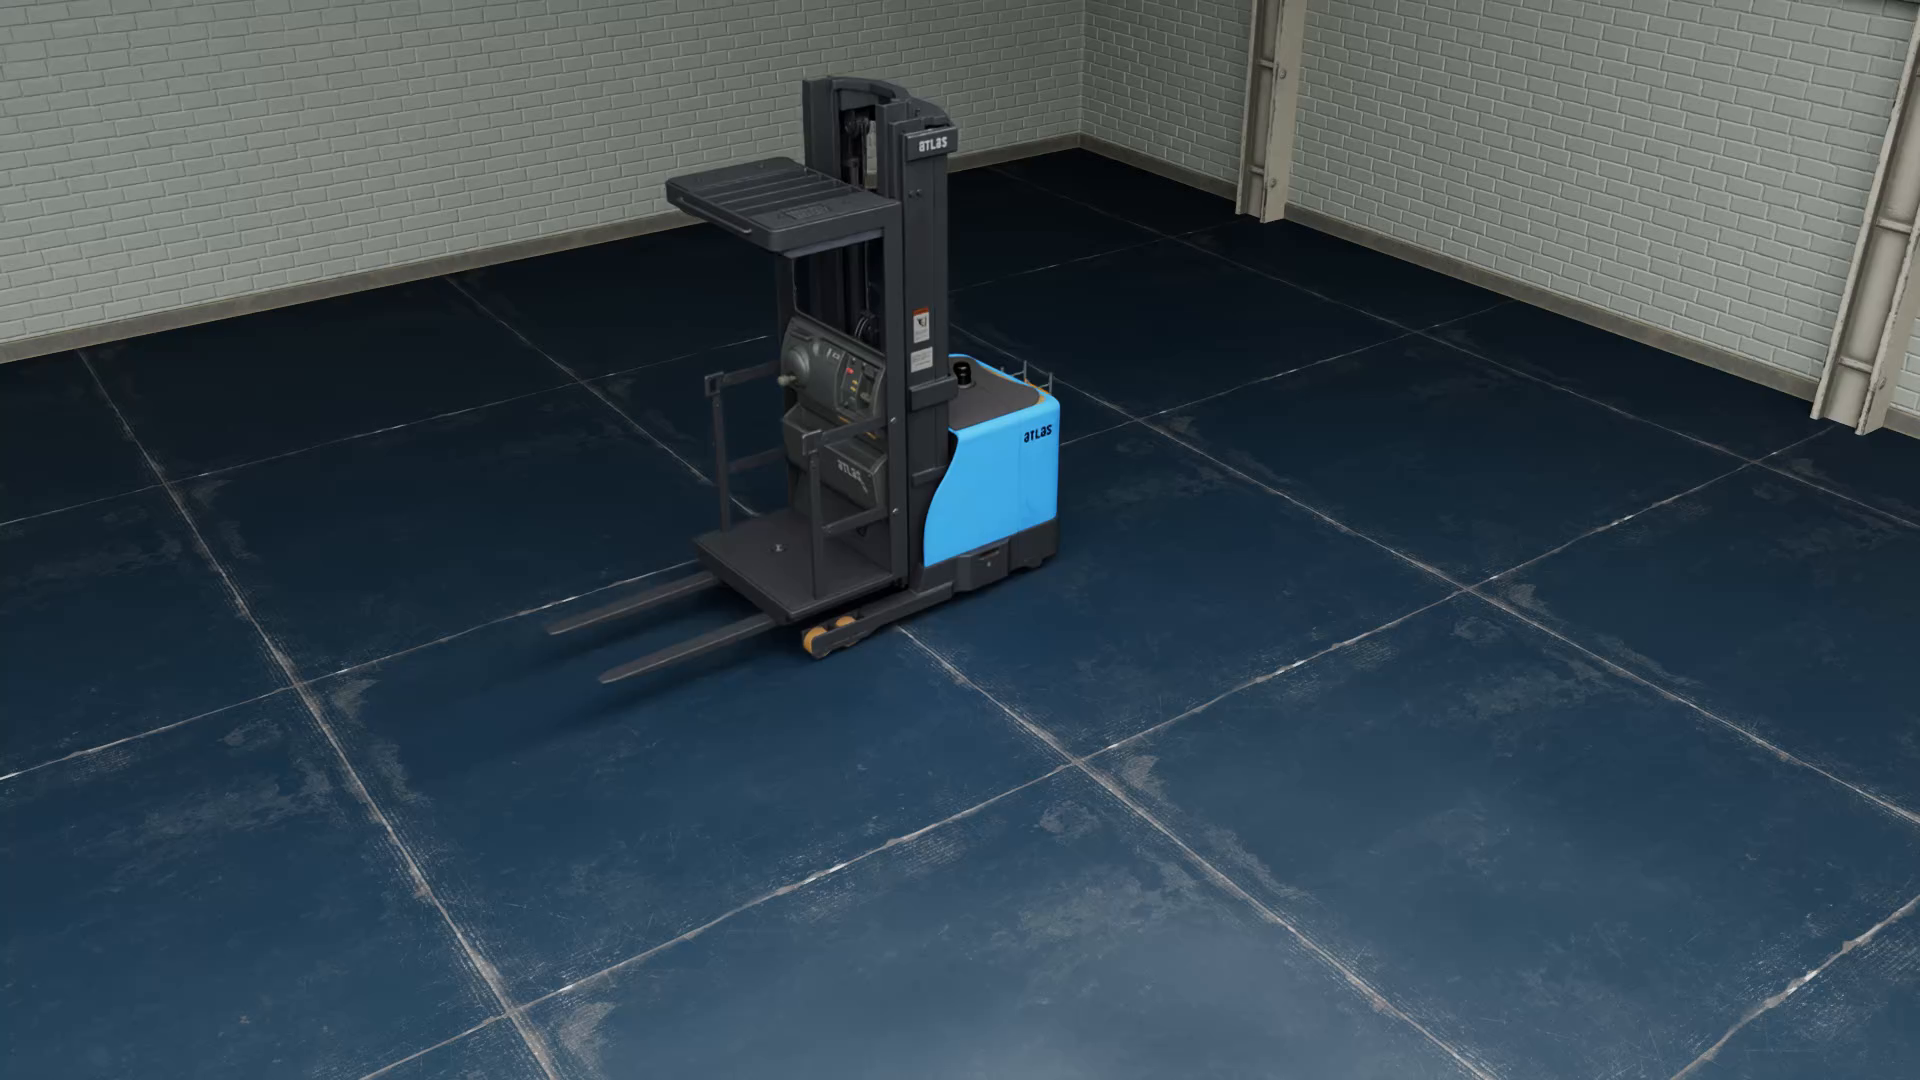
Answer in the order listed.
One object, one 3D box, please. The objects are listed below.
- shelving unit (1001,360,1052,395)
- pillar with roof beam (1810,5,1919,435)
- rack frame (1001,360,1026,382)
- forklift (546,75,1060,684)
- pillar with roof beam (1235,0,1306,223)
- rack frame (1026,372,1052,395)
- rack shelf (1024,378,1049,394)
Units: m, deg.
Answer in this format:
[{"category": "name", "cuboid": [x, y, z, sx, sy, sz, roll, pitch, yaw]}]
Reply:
[{"category": "shelving unit", "cuboid": [0.407, -0.581, 10.447, 0.215, 1.050, 0.252, -20, 35, -33]}, {"category": "pillar with roof beam", "cuboid": [2.928, -3.625, 7.723, 9.100, 9.000, 0.400, -19, 34, -31]}, {"category": "rack frame", "cuboid": [0.332, -0.627, 10.531, 0.200, 1.050, 0.008, -20, 35, -33]}, {"category": "forklift", "cuboid": [-0.870, -0.918, 9.096, 3.031, 2.935, 1.130, -20, 35, -33]}, {"category": "pillar with roof beam", "cuboid": [-0.552, -5.958, 12.018, 9.100, 9.000, 0.400, -19, 34, -31]}, {"category": "rack frame", "cuboid": [0.482, -0.535, 10.362, 0.200, 1.050, 0.008, -20, 35, -33]}, {"category": "rack shelf", "cuboid": [0.407, -0.821, 10.316, 0.215, 0.259, 0.240, -20, 35, -33]}]
